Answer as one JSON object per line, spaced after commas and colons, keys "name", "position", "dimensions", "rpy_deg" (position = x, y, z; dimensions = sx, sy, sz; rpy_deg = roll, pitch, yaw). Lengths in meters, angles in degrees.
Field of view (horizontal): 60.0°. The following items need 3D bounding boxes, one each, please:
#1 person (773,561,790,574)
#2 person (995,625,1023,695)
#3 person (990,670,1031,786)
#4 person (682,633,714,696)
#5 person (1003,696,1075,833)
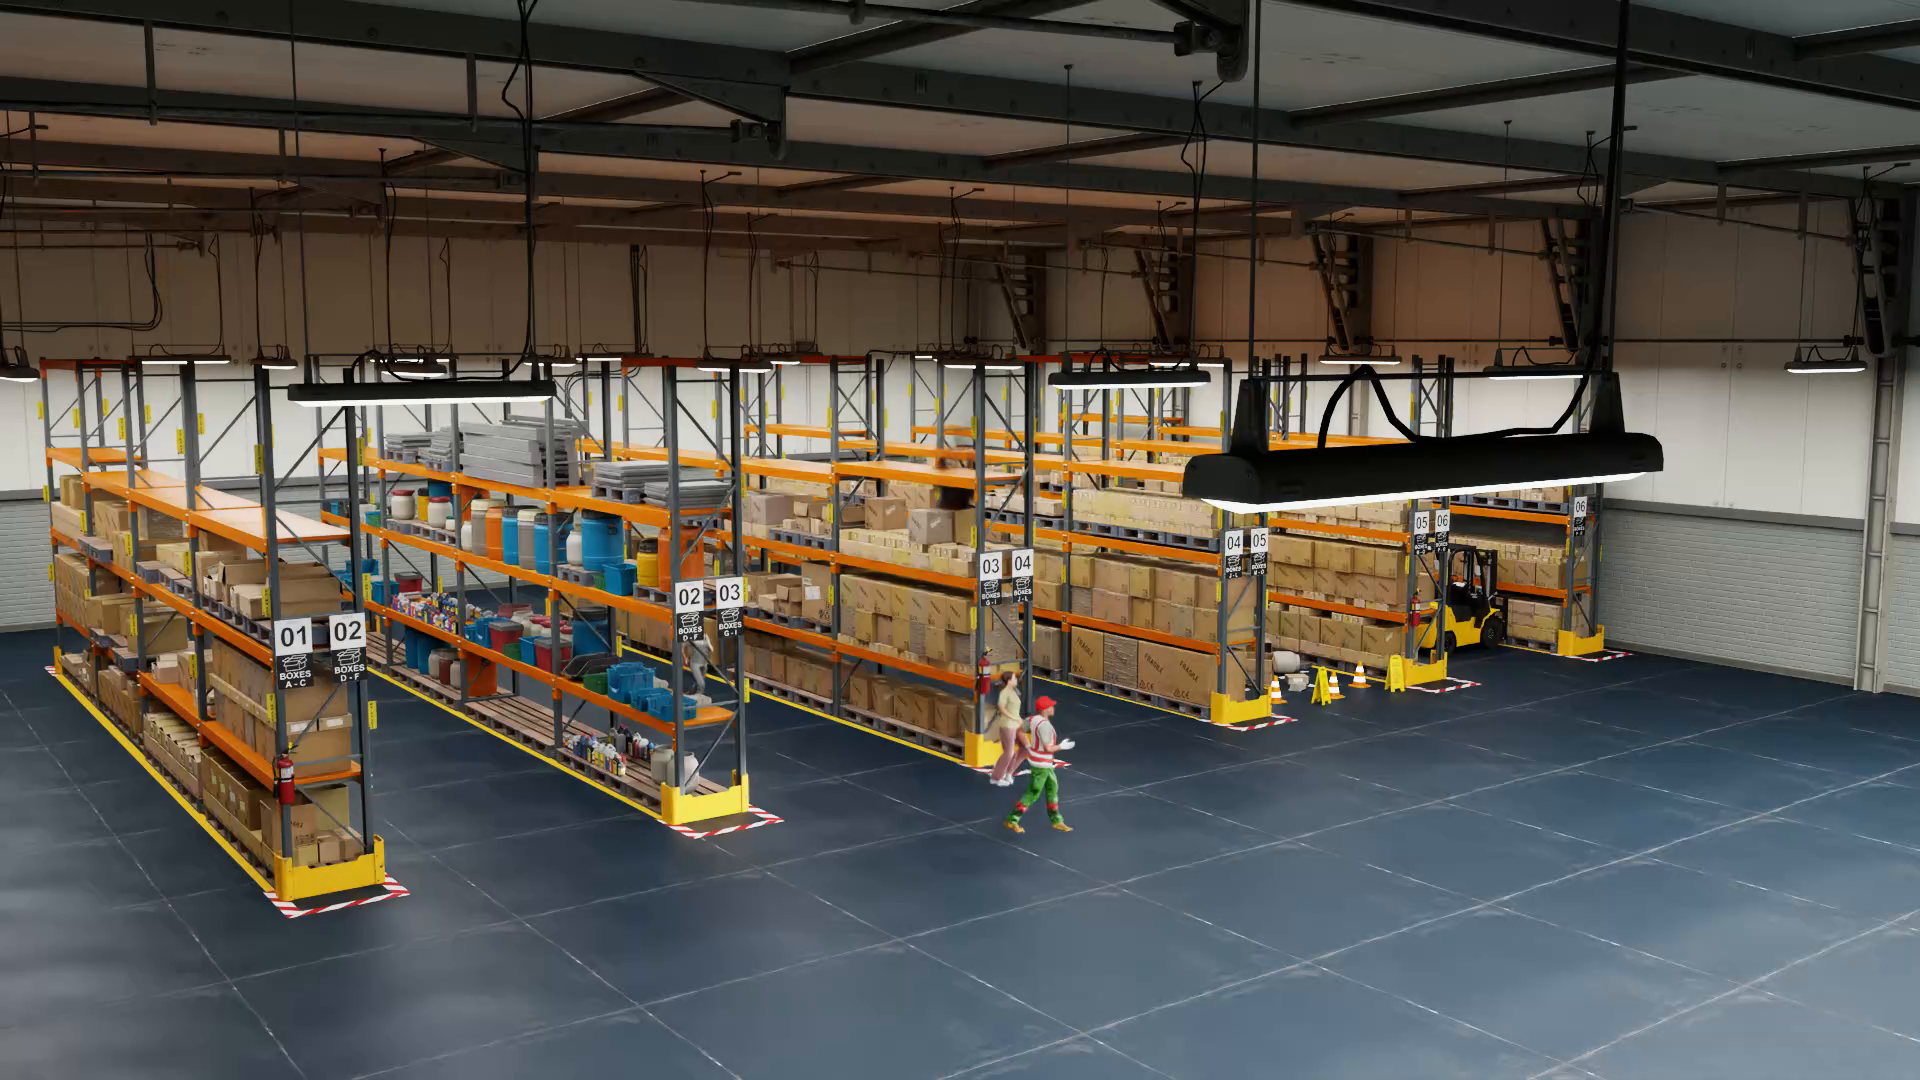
{"name": "person", "position": [-4.466, 0.478, 42.058], "dimensions": [0.595, 1.695, 0.672], "rpy_deg": [3, 8, 25]}
{"name": "person", "position": [0.831, 1.884, 30.031], "dimensions": [0.807, 1.737, 0.587], "rpy_deg": [6, 9, 40]}
{"name": "person", "position": [0.745, 2.673, 23.738], "dimensions": [0.564, 1.632, 0.649], "rpy_deg": [2, 7, 20]}
{"name": "person", "position": [-4.428, 2.146, 28.144], "dimensions": [0.832, 1.607, 0.524], "rpy_deg": [7, 10, 44]}
{"name": "person", "position": [1.008, 2.884, 21.230], "dimensions": [0.935, 1.806, 0.607], "rpy_deg": [-1, 7, -7]}
